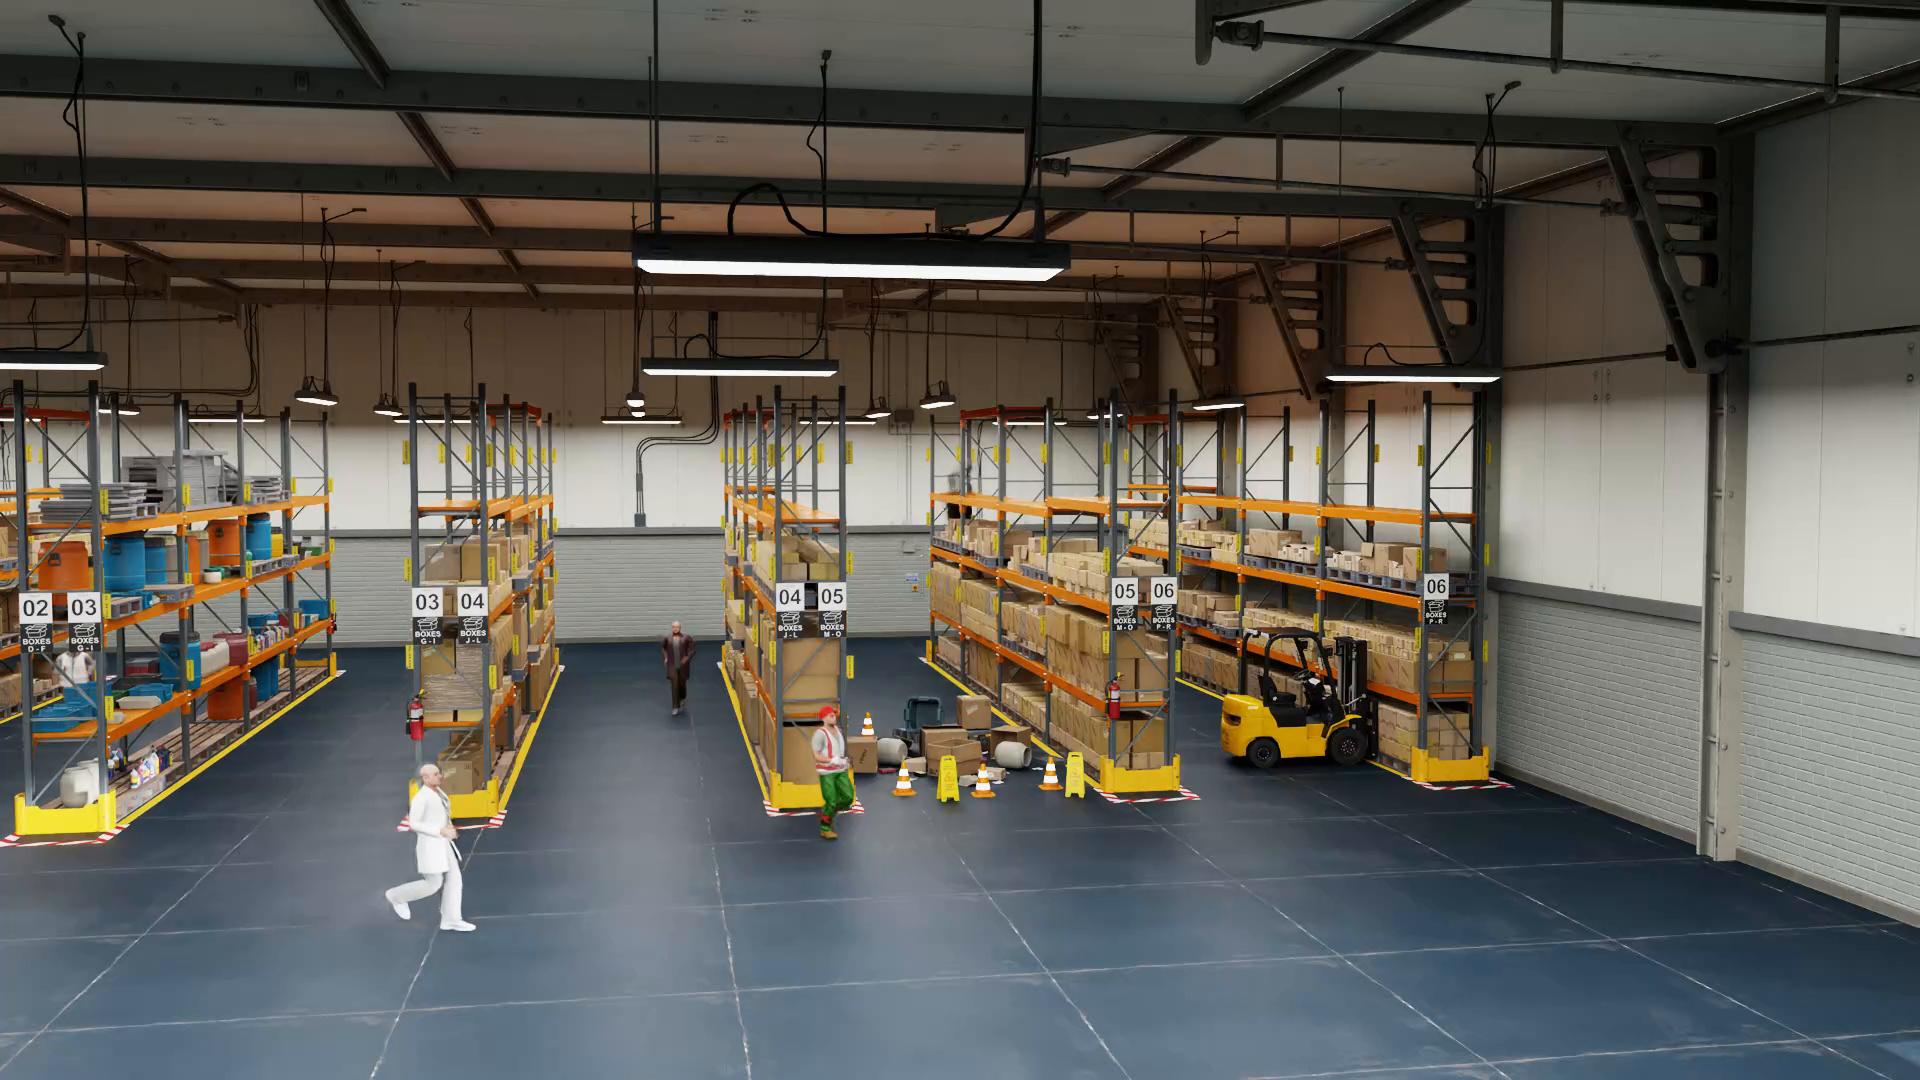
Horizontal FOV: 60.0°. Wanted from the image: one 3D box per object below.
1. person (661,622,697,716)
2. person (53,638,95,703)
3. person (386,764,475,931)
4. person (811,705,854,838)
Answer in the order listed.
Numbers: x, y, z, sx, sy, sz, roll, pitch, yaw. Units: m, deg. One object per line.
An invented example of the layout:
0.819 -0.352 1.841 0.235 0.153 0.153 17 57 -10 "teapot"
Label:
-5.461 2.466 32.289 0.703 1.782 0.923 0 3 -3 "person"
-15.694 2.607 29.448 0.646 1.809 0.808 -1 3 -20 "person"
-5.564 3.234 17.507 0.945 1.762 0.709 0 3 9 "person"
-1.646 3.023 21.663 0.601 1.736 0.671 3 4 41 "person"
